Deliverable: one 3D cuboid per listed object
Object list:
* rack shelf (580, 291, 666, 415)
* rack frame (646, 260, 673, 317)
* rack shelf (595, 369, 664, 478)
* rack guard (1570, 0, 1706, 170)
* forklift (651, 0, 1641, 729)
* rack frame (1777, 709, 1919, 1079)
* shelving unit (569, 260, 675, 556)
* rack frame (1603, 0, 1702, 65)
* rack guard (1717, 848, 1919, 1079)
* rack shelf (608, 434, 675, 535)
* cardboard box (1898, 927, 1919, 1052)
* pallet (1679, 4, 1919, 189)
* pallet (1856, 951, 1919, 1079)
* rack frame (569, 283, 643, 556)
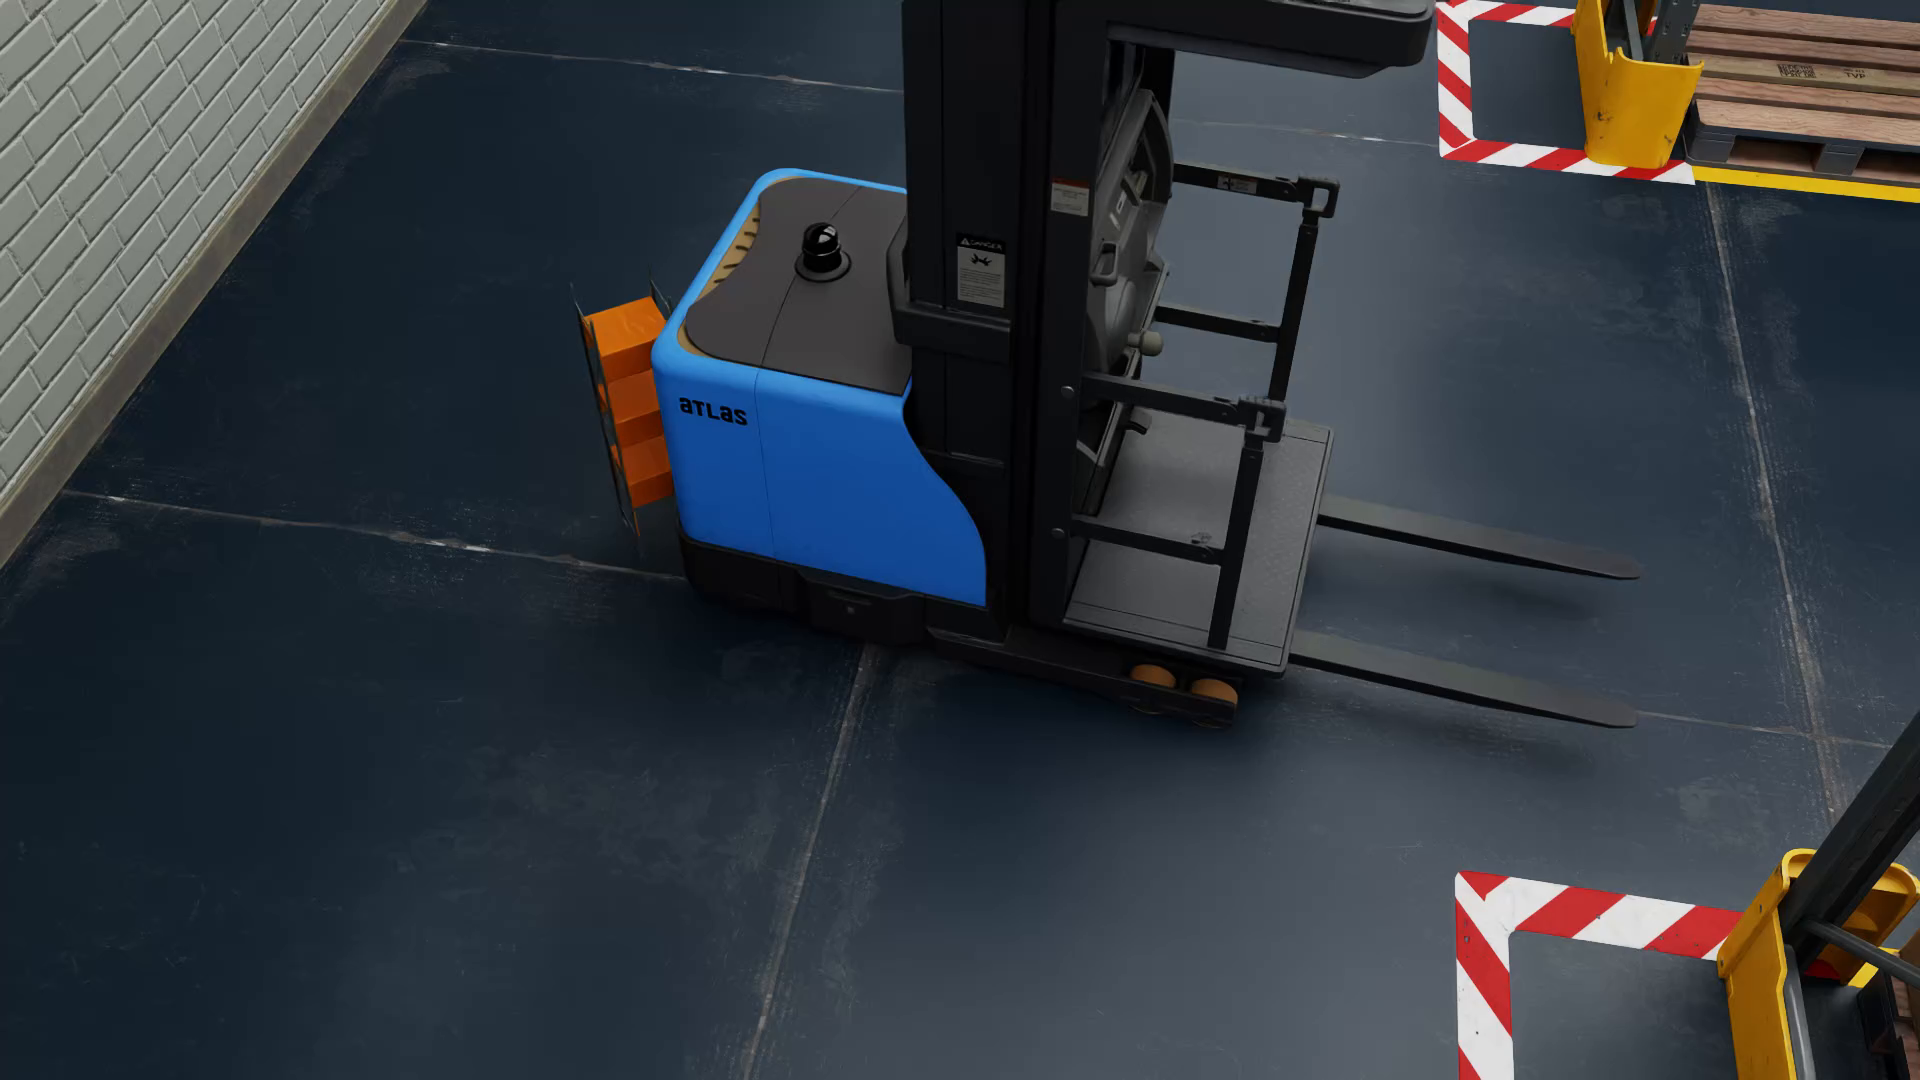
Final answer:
[{"bbox_3d":[-1.027,-0.586,5.203,0.240,0.259,0.215,-21,51,-18],"label":"rack shelf"},{"bbox_3d":[-0.918,-0.444,5.444,0.008,1.050,0.200,-21,51,-18],"label":"rack frame"},{"bbox_3d":[-1.027,-0.396,5.414,0.240,0.259,0.215,-21,51,-18],"label":"rack shelf"},{"bbox_3d":[2.995,-2.211,7.401,0.348,0.500,1.175,8,49,7],"label":"rack guard"},{"bbox_3d":[0.657,-0.833,4.528,3.031,2.935,1.130,12,49,11],"label":"forklift"},{"bbox_3d":[2.136,0.572,3.219,0.127,3.000,1.000,8,49,7],"label":"rack frame"},{"bbox_3d":[-1.027,-0.403,5.406,0.252,1.050,0.215,-21,51,-18],"label":"shelving unit"},{"bbox_3d":[3.021,-3.053,6.477,0.127,3.000,1.000,8,49,7],"label":"rack frame"},{"bbox_3d":[2.211,1.418,4.140,0.348,0.500,1.175,8,49,7],"label":"rack guard"},{"bbox_3d":[-1.027,-0.210,5.621,0.240,0.259,0.215,-21,51,-18],"label":"rack shelf"},{"bbox_3d":[2.715,1.152,4.083,0.500,0.500,0.500,8,49,7],"label":"cardboard box"},{"bbox_3d":[3.825,-1.984,7.390,1.213,0.211,1.003,8,49,7],"label":"pallet"},{"bbox_3d":[2.996,1.619,4.154,1.213,0.211,1.003,8,49,7],"label":"pallet"},{"bbox_3d":[-1.135,-0.361,5.369,0.008,1.050,0.200,-21,51,-18],"label":"rack frame"}]
